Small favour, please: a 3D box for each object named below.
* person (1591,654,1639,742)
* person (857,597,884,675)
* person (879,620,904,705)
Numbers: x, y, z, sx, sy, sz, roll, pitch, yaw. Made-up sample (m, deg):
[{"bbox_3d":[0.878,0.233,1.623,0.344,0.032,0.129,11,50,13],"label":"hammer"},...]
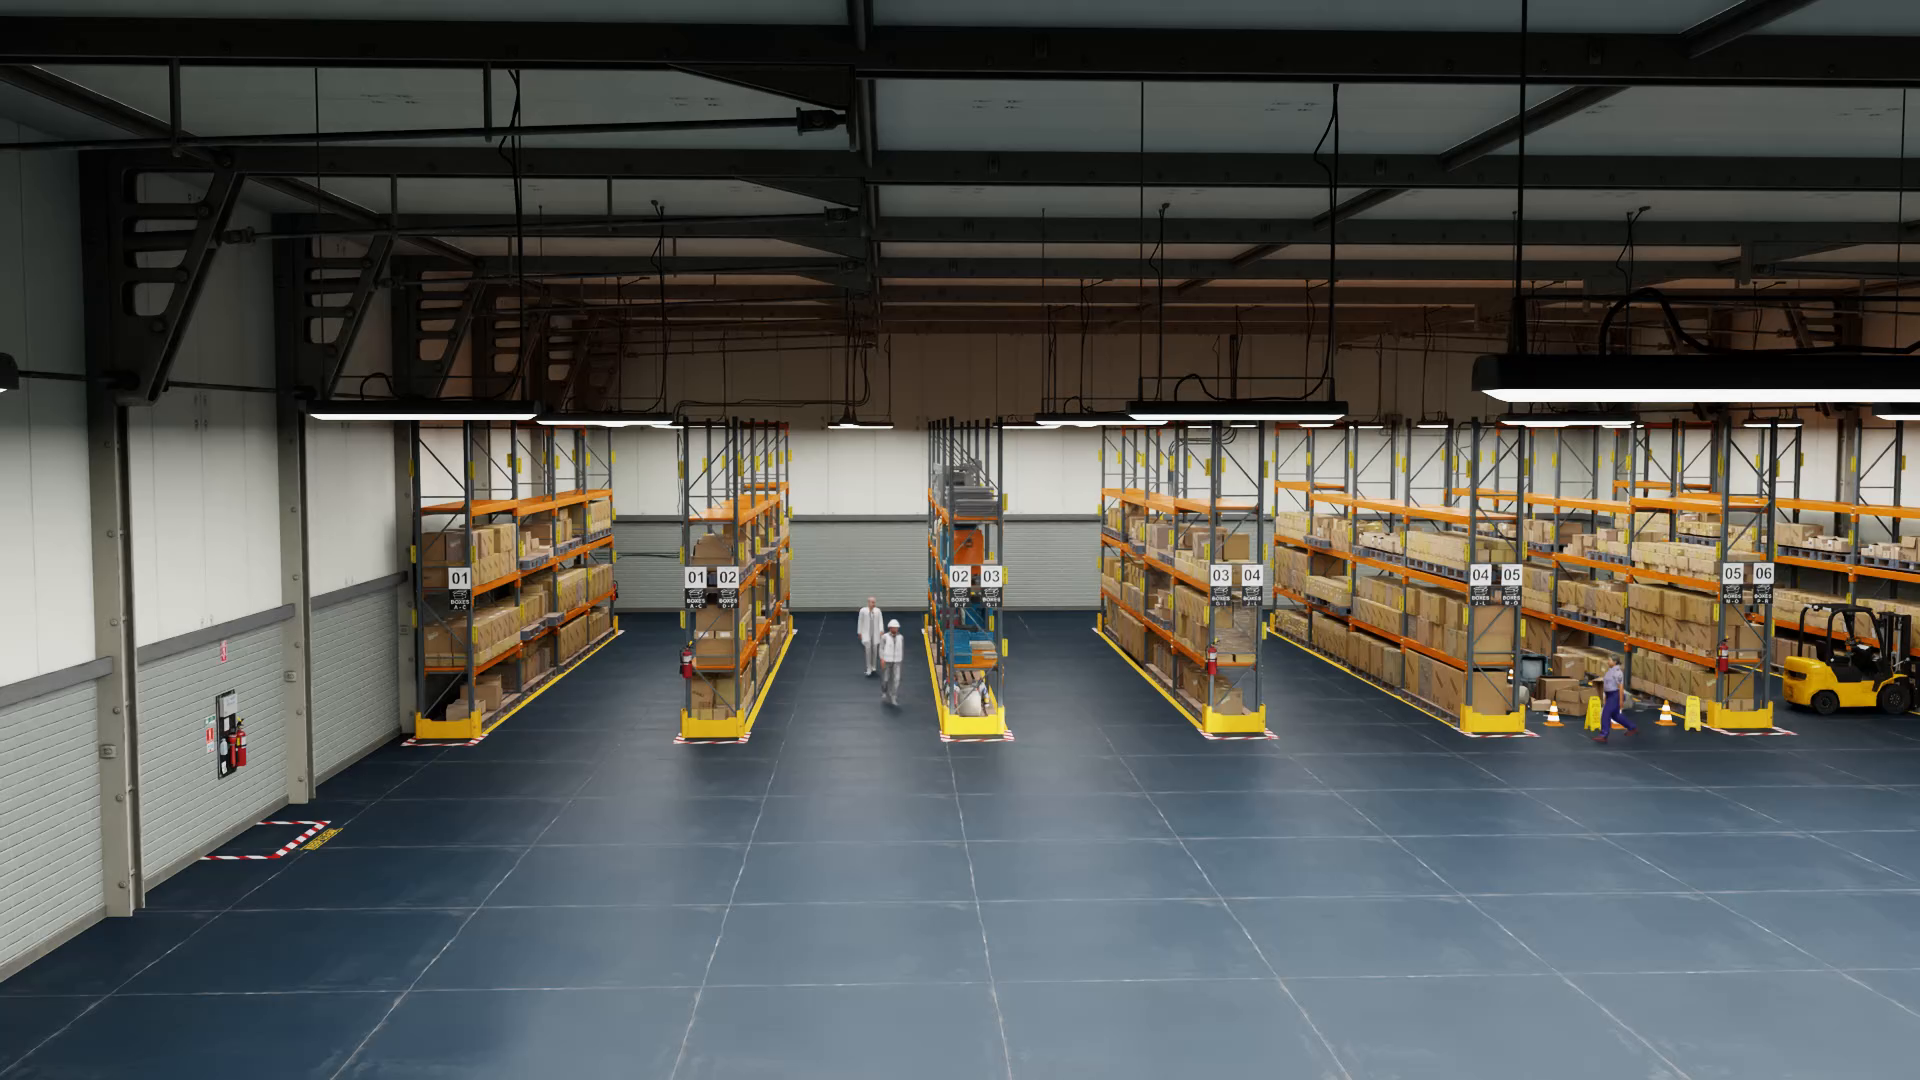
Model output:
[{"bbox_3d":[12.112,2.908,30.666,0.962,1.603,0.481,0,4,-2],"label":"person"},{"bbox_3d":[-2.083,2.331,39.489,0.609,1.692,0.730,-1,4,-18],"label":"person"},{"bbox_3d":[-1.430,2.570,35.137,0.612,1.770,0.768,-2,4,-23],"label":"person"}]
